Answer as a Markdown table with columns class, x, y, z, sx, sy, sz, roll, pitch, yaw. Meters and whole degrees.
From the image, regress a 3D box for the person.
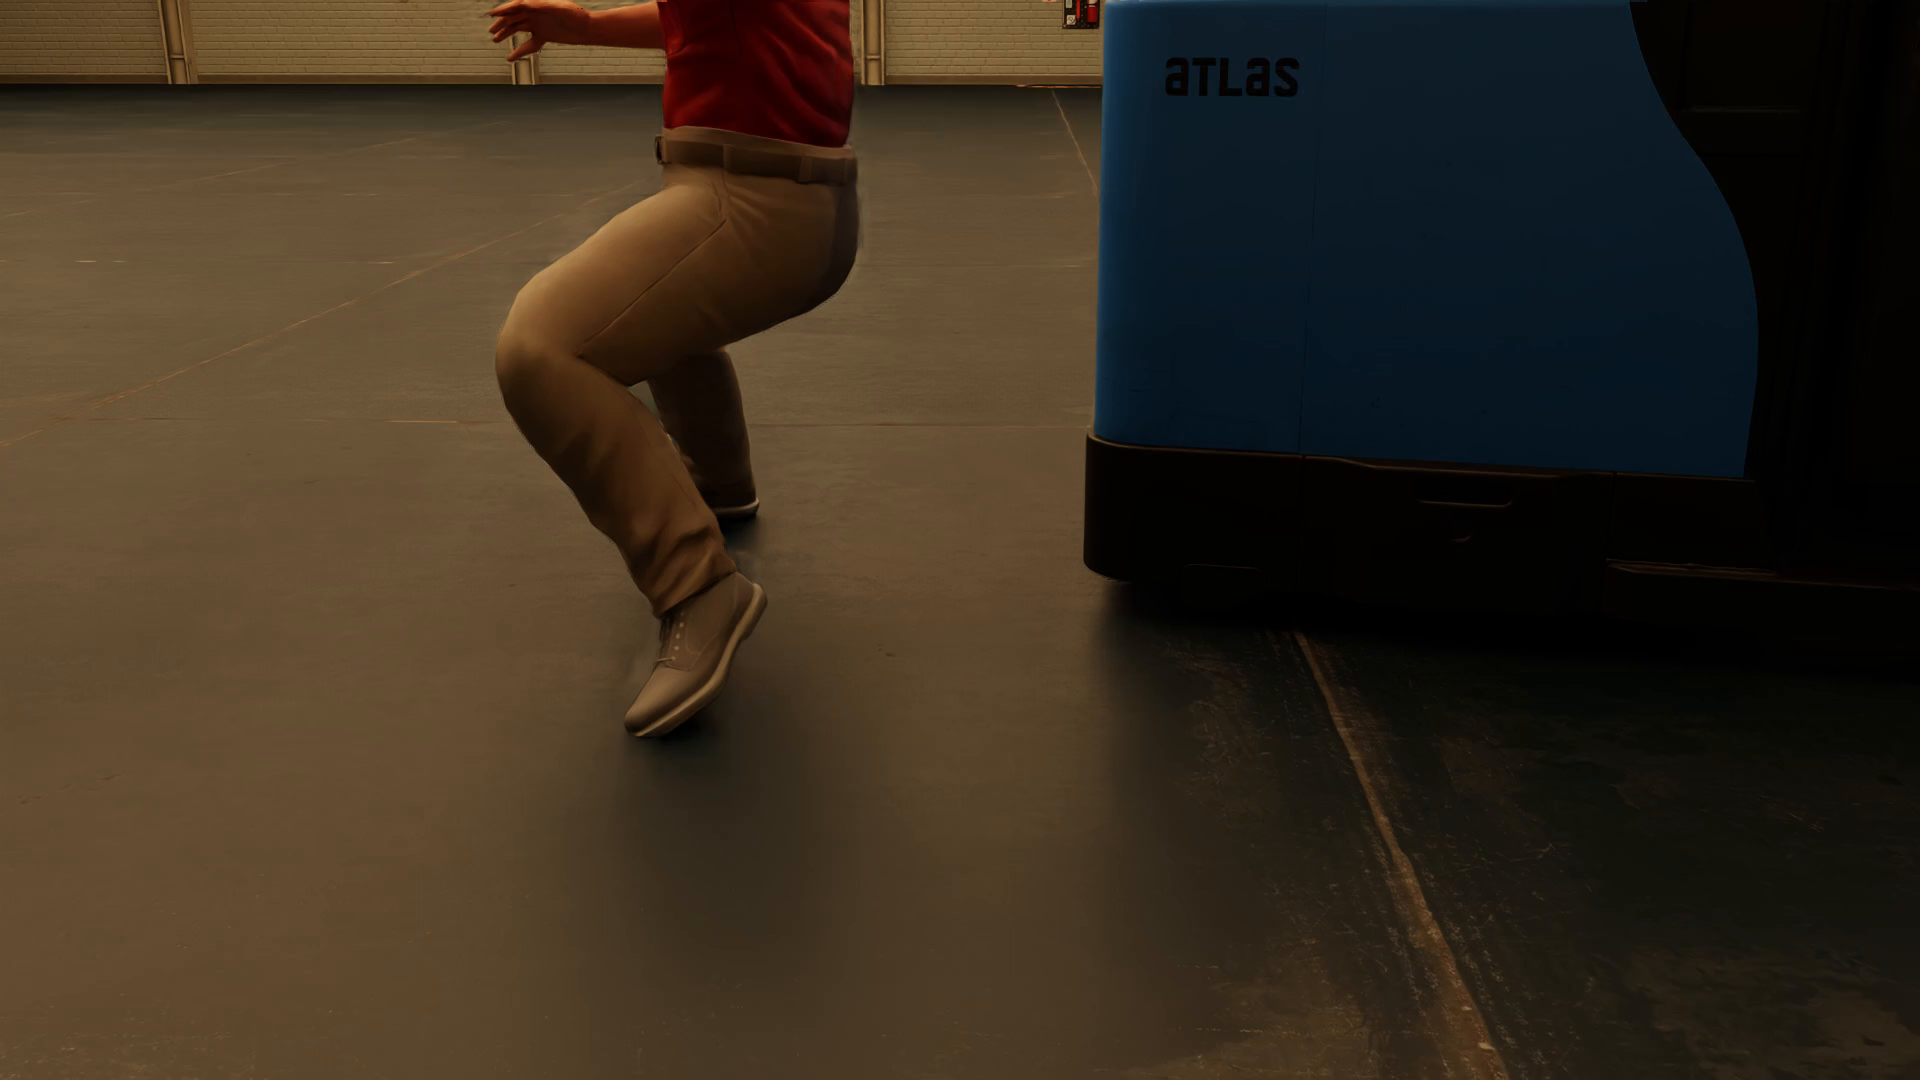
| class | x | y | z | sx | sy | sz | roll | pitch | yaw |
| --- | --- | --- | --- | --- | --- | --- | --- | --- | --- |
| person | -0.519 | -0.590 | 2.801 | 0.670 | 1.525 | 1.180 | 3 | 18 | 10 |

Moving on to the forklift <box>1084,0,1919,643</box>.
| class | x | y | z | sx | sy | sz | roll | pitch | yaw |
| --- | --- | --- | --- | --- | --- | --- | --- | --- | --- |
| forklift | 1.796 | -1.318 | 2.672 | 3.031 | 2.935 | 1.130 | 4 | 18 | 12 |
